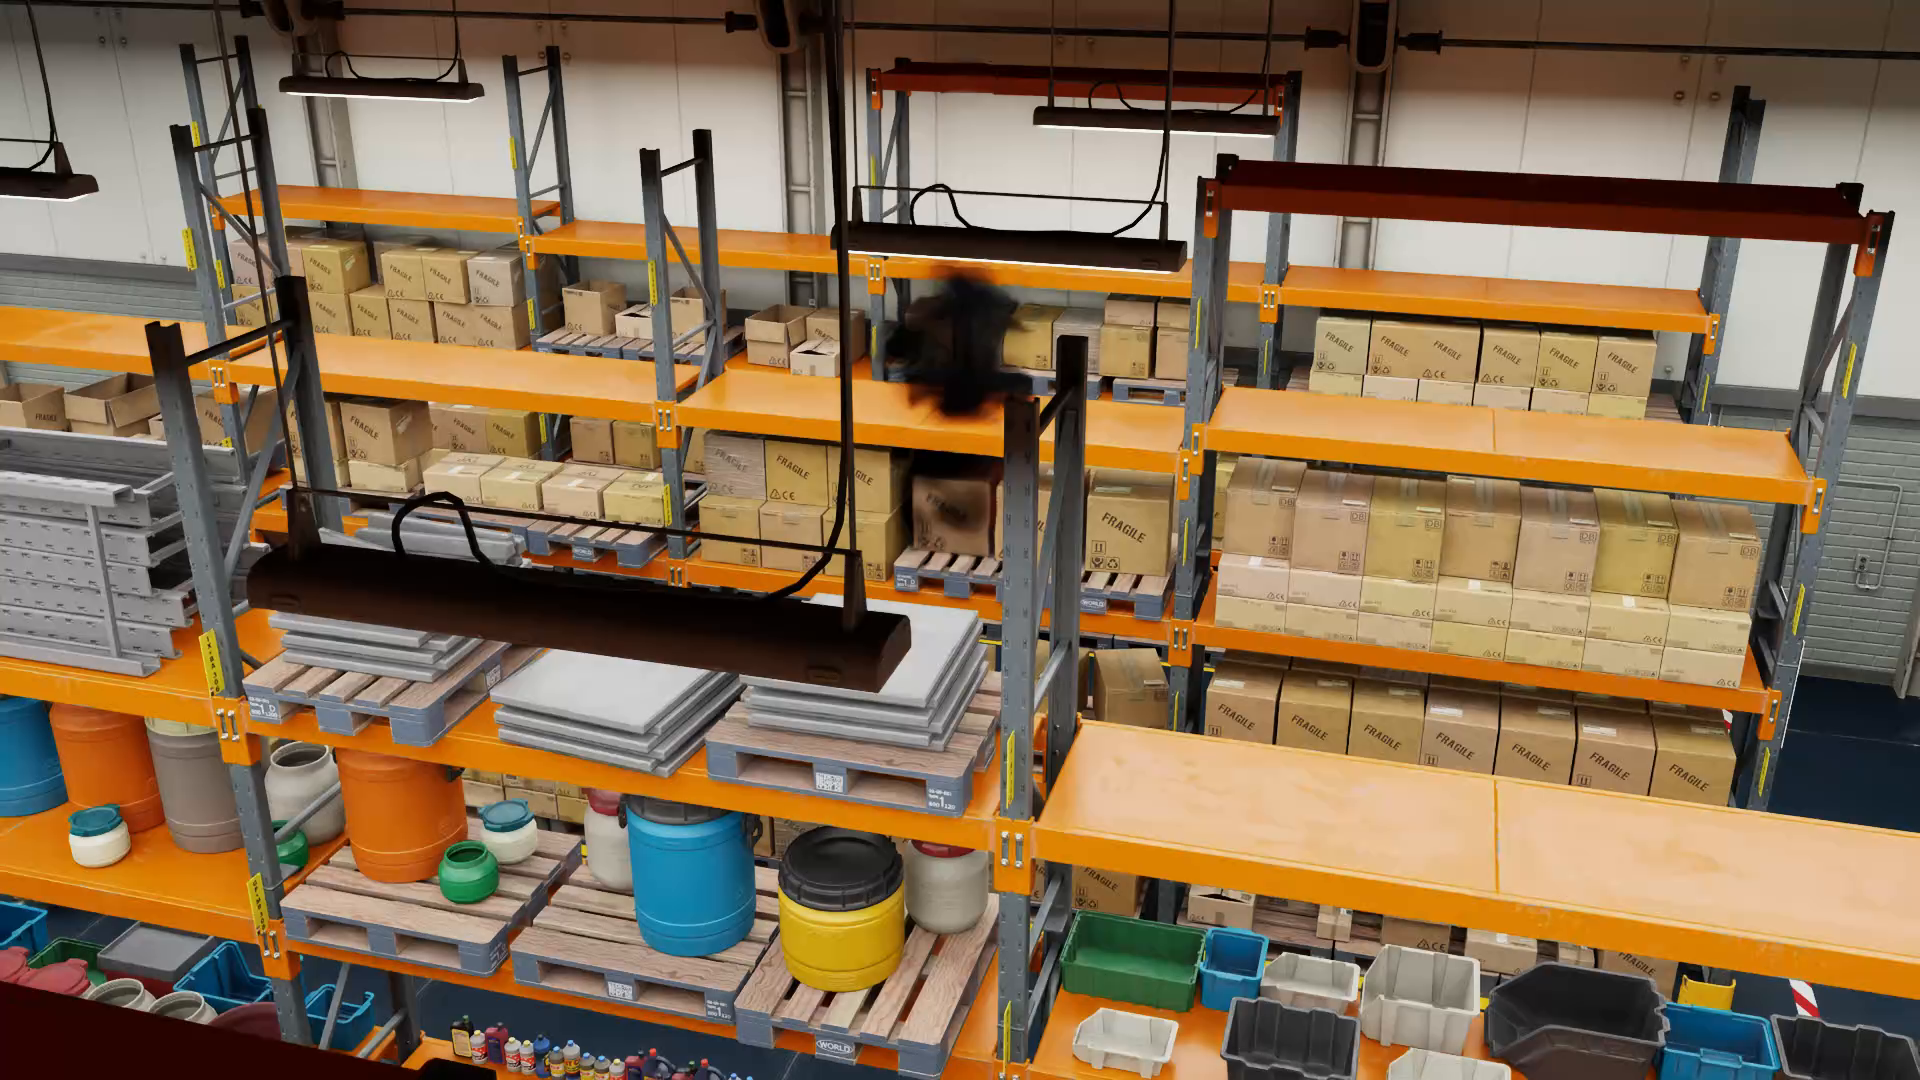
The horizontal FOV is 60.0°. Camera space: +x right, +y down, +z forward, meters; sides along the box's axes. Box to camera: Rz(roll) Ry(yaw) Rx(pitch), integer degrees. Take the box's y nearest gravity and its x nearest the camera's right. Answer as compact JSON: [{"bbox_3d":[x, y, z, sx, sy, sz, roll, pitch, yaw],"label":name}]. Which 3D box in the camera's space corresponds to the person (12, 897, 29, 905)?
[{"bbox_3d":[-7.516,2.177,13.265,0.794,1.809,0.720,3,23,8],"label":"person"}]
